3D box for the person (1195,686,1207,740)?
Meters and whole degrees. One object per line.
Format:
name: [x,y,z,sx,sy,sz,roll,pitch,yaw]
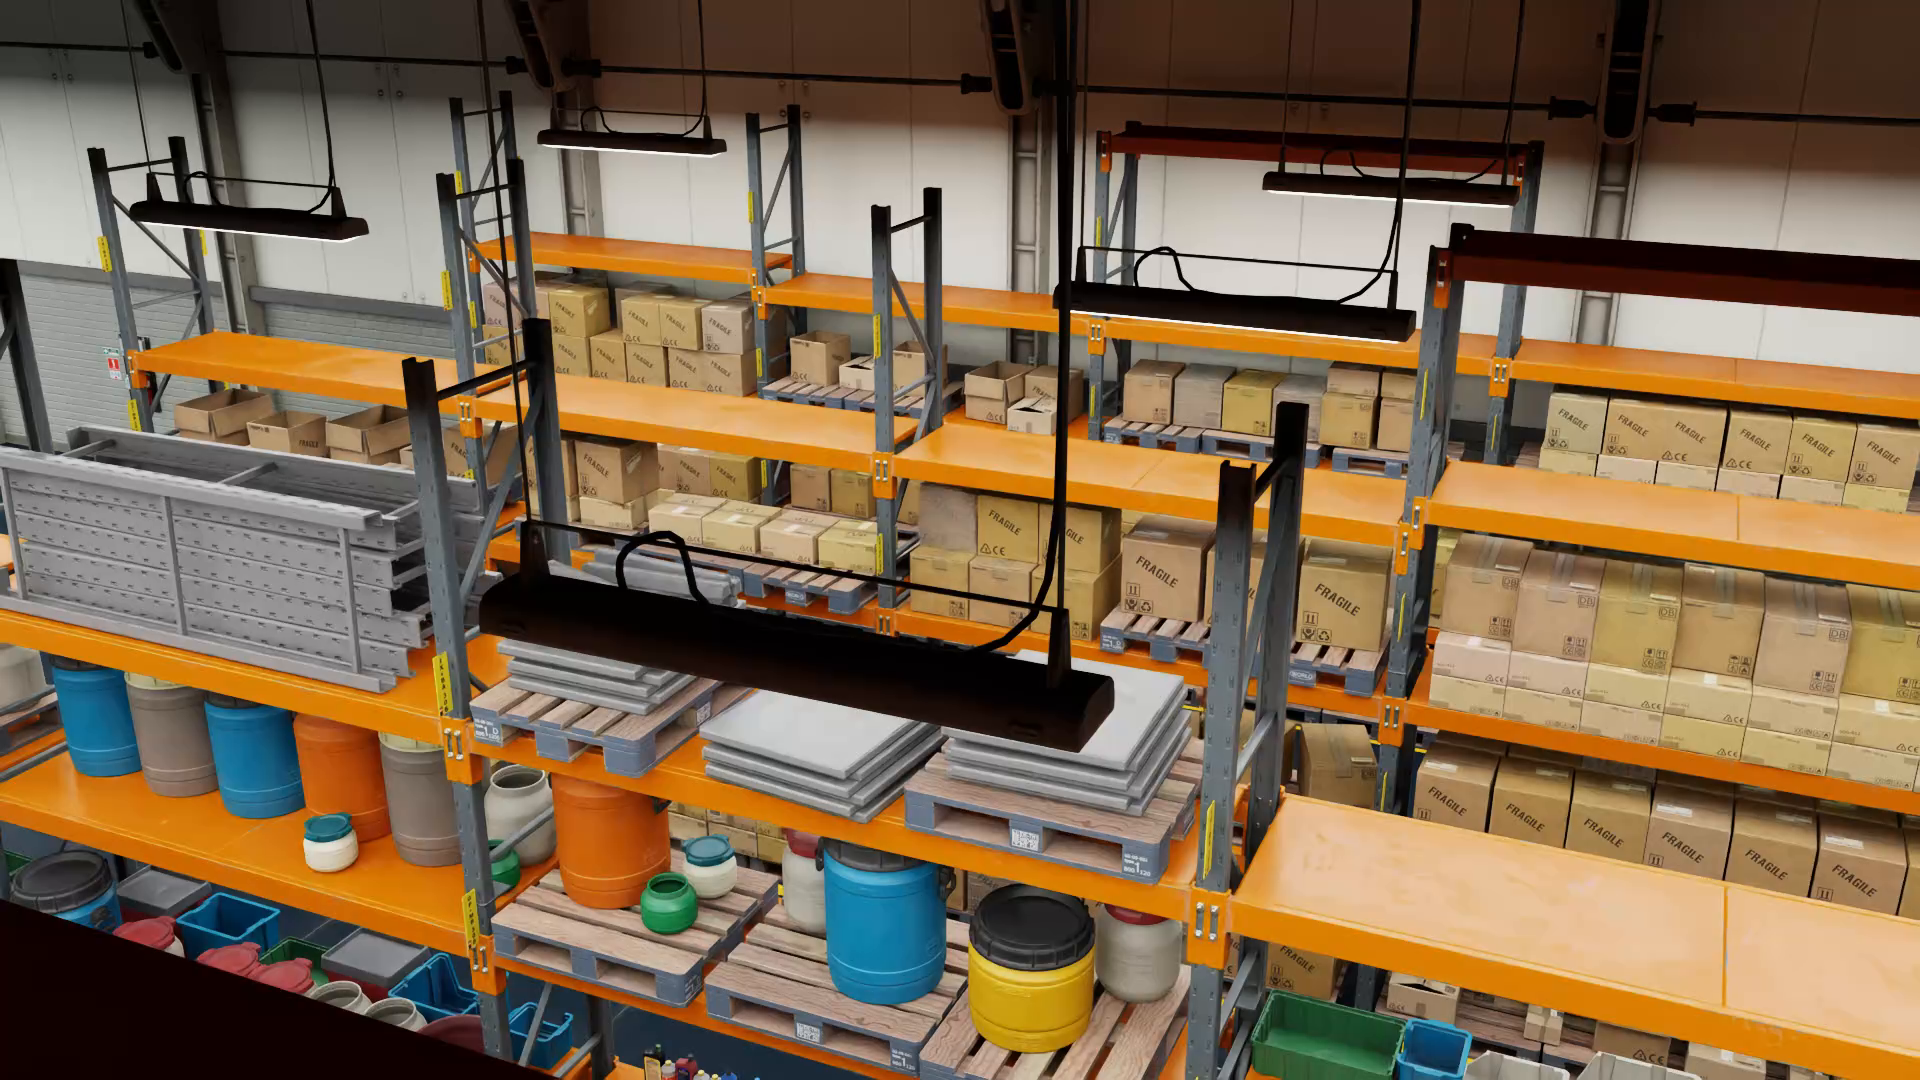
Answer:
person: [2.340,2.021,15.086,0.701,1.572,0.574,13,24,31]
